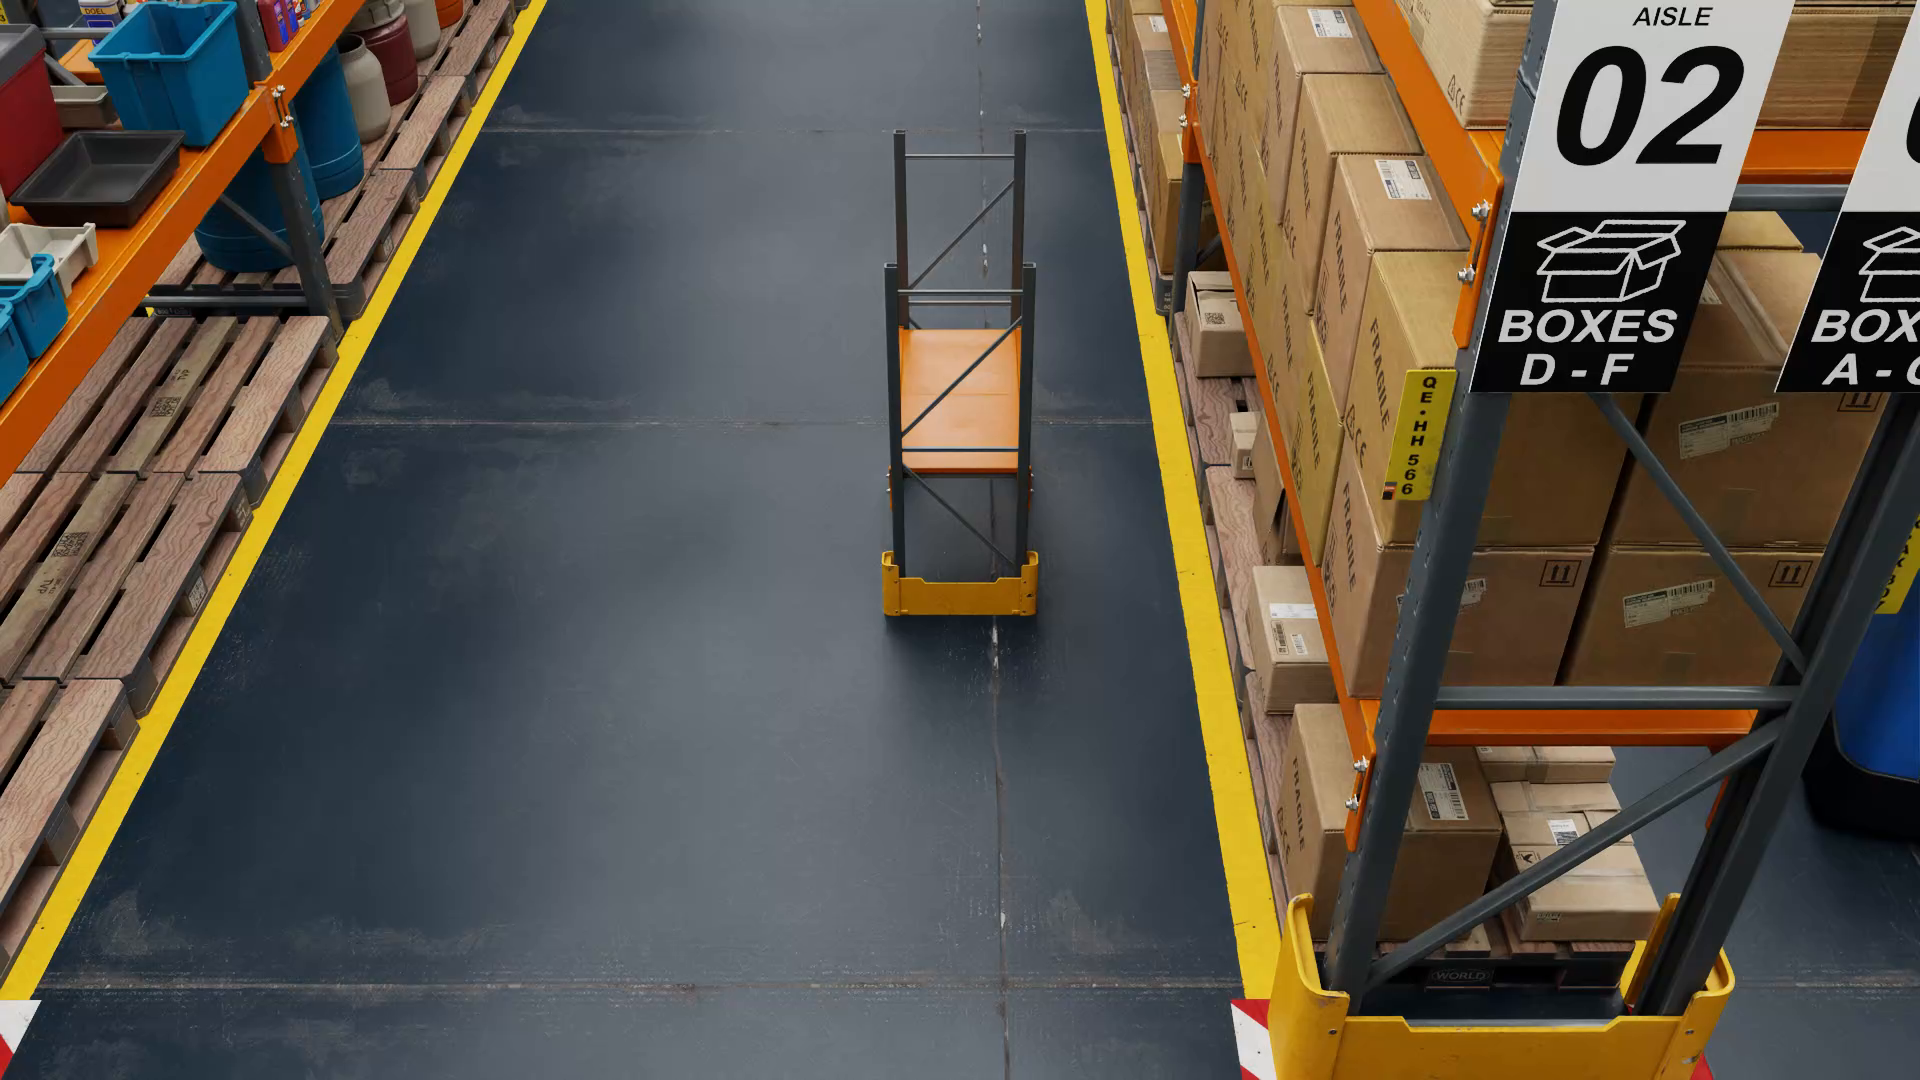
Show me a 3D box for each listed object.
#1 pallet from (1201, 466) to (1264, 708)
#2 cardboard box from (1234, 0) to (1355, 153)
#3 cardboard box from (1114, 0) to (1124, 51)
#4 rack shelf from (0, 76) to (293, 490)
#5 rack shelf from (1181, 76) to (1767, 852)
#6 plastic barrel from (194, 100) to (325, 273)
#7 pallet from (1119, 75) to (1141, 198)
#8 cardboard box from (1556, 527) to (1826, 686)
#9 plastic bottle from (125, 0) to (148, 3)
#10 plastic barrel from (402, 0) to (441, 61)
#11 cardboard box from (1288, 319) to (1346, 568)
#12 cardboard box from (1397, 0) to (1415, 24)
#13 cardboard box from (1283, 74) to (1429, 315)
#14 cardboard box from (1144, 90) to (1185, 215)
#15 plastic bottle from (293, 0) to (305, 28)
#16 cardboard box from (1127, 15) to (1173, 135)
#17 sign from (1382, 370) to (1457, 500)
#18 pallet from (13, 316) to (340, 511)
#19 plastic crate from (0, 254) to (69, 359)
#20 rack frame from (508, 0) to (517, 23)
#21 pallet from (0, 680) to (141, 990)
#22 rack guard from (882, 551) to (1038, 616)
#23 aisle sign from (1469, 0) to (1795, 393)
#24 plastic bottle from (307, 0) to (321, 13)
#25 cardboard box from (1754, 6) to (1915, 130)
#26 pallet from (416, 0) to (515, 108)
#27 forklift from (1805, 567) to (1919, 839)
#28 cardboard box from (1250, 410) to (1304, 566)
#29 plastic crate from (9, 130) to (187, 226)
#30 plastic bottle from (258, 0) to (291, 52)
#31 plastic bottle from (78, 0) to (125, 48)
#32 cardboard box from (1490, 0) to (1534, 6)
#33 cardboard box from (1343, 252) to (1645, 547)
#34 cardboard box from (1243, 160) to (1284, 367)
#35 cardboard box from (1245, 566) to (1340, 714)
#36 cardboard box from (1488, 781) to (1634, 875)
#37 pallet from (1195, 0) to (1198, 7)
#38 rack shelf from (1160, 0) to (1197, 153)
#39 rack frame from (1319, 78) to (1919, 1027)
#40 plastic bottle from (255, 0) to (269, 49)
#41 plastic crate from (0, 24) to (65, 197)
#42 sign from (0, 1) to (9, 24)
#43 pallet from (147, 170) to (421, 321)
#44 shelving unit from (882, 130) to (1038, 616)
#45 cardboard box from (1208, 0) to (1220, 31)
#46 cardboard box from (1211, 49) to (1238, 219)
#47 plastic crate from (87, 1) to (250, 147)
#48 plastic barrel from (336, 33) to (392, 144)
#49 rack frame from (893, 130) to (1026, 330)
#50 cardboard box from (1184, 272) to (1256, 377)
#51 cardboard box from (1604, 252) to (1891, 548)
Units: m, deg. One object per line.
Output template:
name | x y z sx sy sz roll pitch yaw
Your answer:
pallet | 1.502 0.155 6.388 1.003 0.211 1.213 0 39 0
cardboard box | 1.218 -1.617 5.490 0.500 0.500 0.500 -1 39 -1
cardboard box | 1.214 -3.213 10.007 0.500 0.500 0.500 -1 39 -2
rack shelf | -3.453 -0.595 5.668 1.077 0.370 4.000 0 39 0
rack shelf | 1.500 -0.596 5.670 1.077 0.370 4.000 0 39 0
plastic barrel | -3.439 -1.811 7.954 0.600 0.901 0.708 0 39 0
pallet | 1.455 -2.312 9.467 1.003 0.211 1.213 0 39 0
cardboard box | 1.766 0.058 4.200 0.500 0.500 0.500 1 39 1
plastic bottle | -3.746 -2.451 7.568 0.097 0.201 0.097 0 39 0
plastic barrel | -3.353 -3.161 9.950 0.421 0.512 0.421 0 39 0
cardboard box | 1.226 -0.269 4.607 0.500 0.500 0.500 0 39 0
cardboard box | 1.249 -1.372 3.784 0.500 0.250 0.500 0 39 0
cardboard box | 1.220 -0.973 4.686 0.500 0.500 0.500 1 39 1
cardboard box | 1.218 -1.941 8.420 0.500 0.500 0.500 0 39 0
plastic bottle | -3.048 -2.434 7.547 0.097 0.201 0.097 0 39 0
cardboard box | 1.215 -2.573 9.209 0.500 0.500 0.500 -1 39 -2
sign | 0.947 -0.213 3.439 0.100 0.325 0.005 0 39 0
pallet | -3.416 -0.578 7.302 1.003 0.211 1.213 0 39 0
plastic crate | -3.124 -0.748 5.371 0.416 0.233 0.300 0 39 0
rack frame | -3.460 -4.627 10.126 1.000 3.000 0.127 0 39 0
pallet | -3.413 0.948 5.398 1.003 0.211 1.213 0 39 0
rack guard | 0.000 0.166 6.343 0.587 0.250 0.087 0 39 0
aisle sign | 1.196 -0.597 3.018 0.394 0.787 0.004 0 39 0
plastic bottle | -3.076 -2.596 7.690 0.152 0.276 0.135 0 39 0
cardboard box | 1.756 -1.059 3.394 0.500 0.250 0.500 0 39 0
pallet | -3.418 -3.046 10.382 1.003 0.211 1.213 0 39 0
forklift | 3.771 -0.981 5.631 1.130 2.935 3.031 11 40 13
cardboard box | 1.505 -0.150 6.183 0.797 0.503 0.637 0 39 0
plastic crate | -3.186 -1.342 6.198 0.437 0.125 0.590 0 39 0
plastic bottle | -3.029 -2.310 7.327 0.061 0.283 0.133 0 39 0
plastic bottle | -3.779 -2.324 7.350 0.152 0.276 0.135 0 39 0
cardboard box | 1.247 -1.254 3.238 0.500 0.250 0.500 0 39 0
cardboard box | 1.227 -0.333 3.887 0.500 0.500 0.500 0 39 0
cardboard box | 1.230 -0.896 5.390 0.500 0.500 0.500 -1 39 -1
cardboard box | 1.284 0.342 5.772 0.500 0.250 0.500 0 39 0
cardboard box | 1.845 0.890 5.155 0.380 0.166 0.250 0 39 0
pallet | 1.606 -2.552 7.689 1.003 0.211 1.213 0 39 0
rack shelf | 1.495 -3.097 8.791 1.077 0.370 4.000 0 39 0
rack frame | 1.502 0.374 3.884 1.000 3.000 0.127 0 39 0
plastic bottle | -3.132 -2.352 7.326 0.144 0.351 0.185 0 39 0
plastic crate | -3.705 -1.616 6.268 0.402 0.464 0.583 0 39 0
sign | -4.006 -2.235 6.919 0.100 0.325 0.005 0 39 0
pallet | -3.415 -1.520 8.478 1.003 0.211 1.213 0 39 0
shelving unit | 0.000 -0.633 6.340 0.587 1.500 1.083 0 39 0
cardboard box | 1.217 -2.261 6.294 0.500 0.500 0.500 1 39 1
cardboard box | 1.230 -1.527 6.177 0.500 0.500 0.500 1 39 1
plastic crate | -3.114 -1.851 6.626 0.392 0.384 0.575 0 39 0
plastic barrel | -3.351 -2.455 9.069 0.421 0.512 0.421 0 39 0
rack frame | -0.001 -0.957 6.744 0.500 1.500 0.032 0 39 0
cardboard box | 1.282 -0.987 7.381 0.500 0.311 0.500 0 39 0
cardboard box | 1.766 -0.333 3.887 0.500 0.500 0.500 1 39 1
